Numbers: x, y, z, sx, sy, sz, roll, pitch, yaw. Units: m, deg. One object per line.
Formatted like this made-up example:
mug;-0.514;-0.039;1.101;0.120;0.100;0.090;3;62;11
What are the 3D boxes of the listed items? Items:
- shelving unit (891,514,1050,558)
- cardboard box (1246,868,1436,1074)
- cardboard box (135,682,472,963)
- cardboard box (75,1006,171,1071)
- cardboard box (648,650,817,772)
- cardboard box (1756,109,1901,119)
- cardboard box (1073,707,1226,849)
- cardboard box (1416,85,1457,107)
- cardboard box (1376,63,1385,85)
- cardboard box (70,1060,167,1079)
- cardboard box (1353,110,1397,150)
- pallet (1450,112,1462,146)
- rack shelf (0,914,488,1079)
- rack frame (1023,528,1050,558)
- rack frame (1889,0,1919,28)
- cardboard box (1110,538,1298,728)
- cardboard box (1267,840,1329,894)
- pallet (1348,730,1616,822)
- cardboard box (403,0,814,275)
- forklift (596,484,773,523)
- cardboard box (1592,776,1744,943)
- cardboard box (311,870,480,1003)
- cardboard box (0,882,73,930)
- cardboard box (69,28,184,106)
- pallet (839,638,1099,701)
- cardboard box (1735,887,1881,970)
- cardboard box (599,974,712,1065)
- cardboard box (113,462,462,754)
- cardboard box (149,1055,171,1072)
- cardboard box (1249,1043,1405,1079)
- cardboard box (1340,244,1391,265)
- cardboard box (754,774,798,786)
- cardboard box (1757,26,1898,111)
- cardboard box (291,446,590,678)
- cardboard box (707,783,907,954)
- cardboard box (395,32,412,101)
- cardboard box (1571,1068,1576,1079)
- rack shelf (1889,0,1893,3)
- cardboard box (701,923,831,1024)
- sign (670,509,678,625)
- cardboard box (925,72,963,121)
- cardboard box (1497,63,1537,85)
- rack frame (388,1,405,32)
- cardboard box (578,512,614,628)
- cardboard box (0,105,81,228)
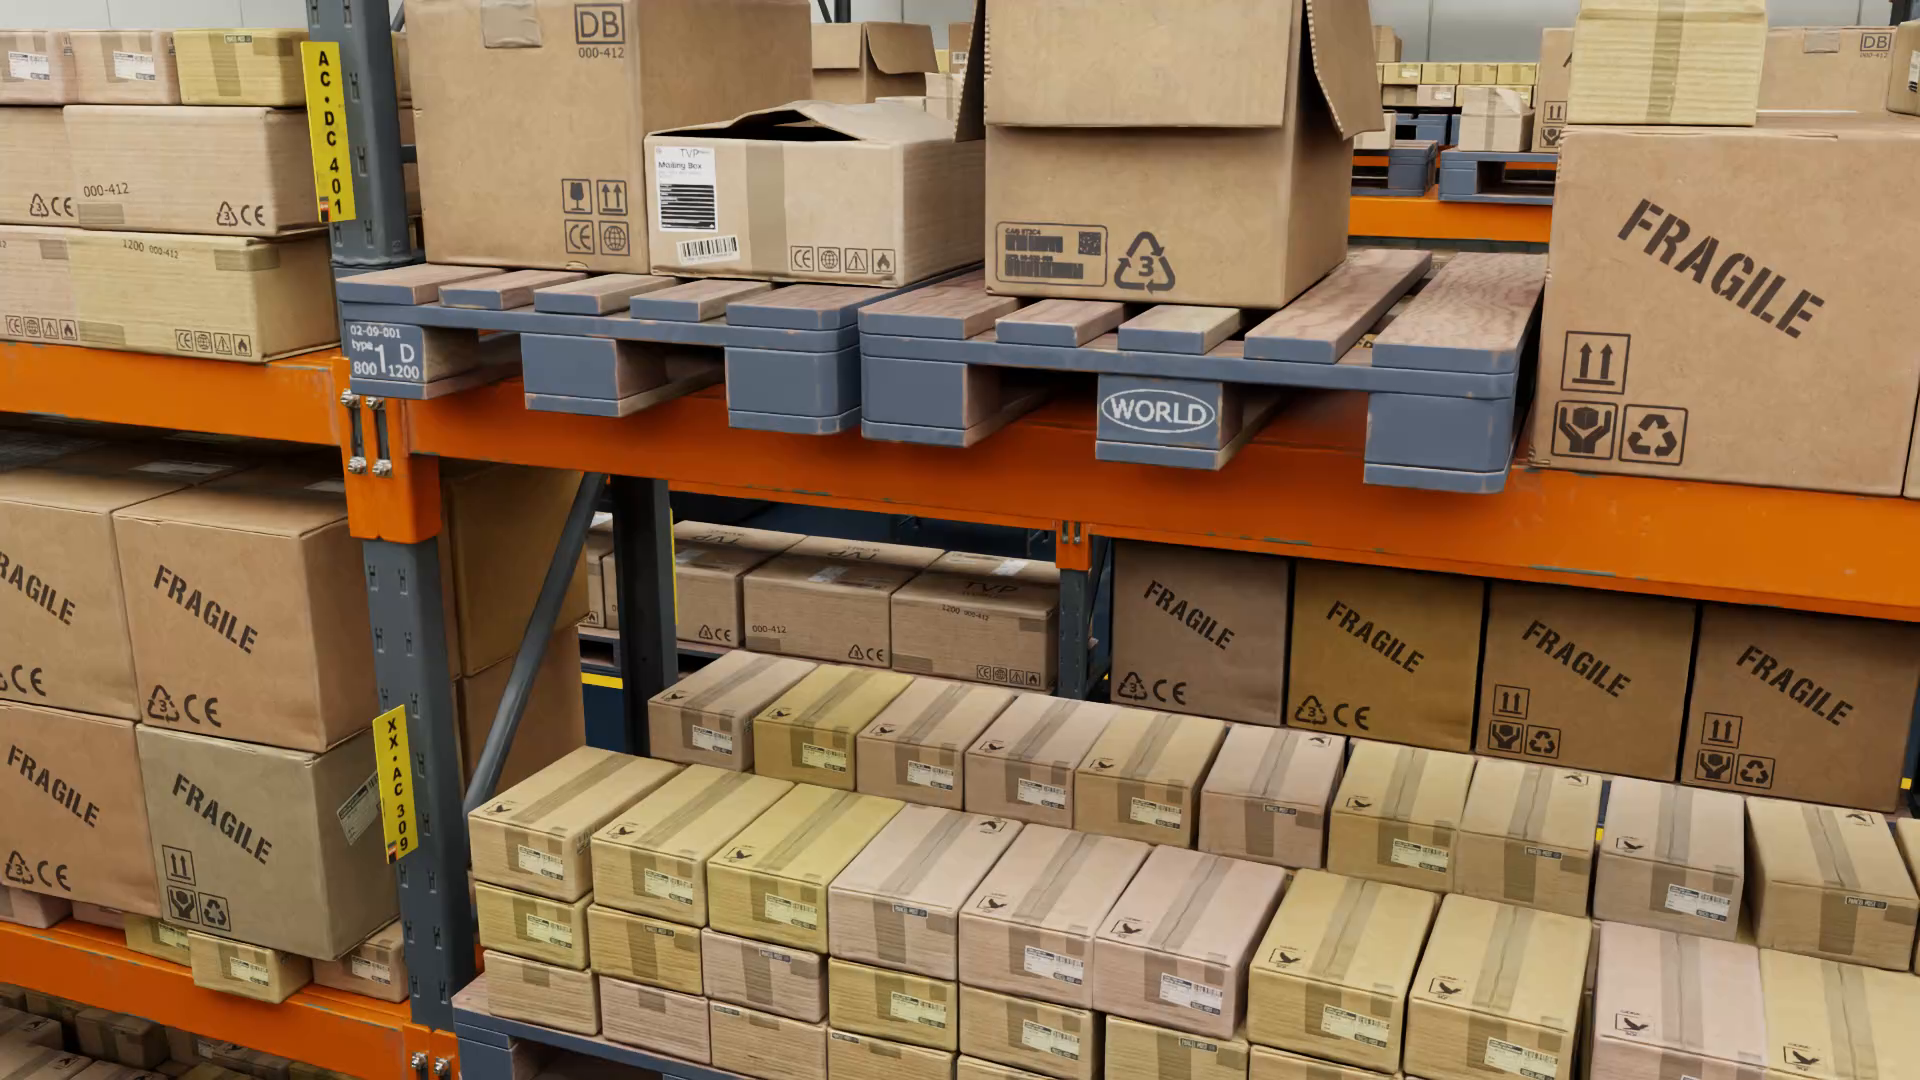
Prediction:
shelving unit;0.079;-0.712;11.934;1.048;1.500;0.538;6;17;21
cardboard box;0.667;0.737;2.886;0.250;0.149;0.380;7;18;22
cardboard box;-1.540;0.618;3.951;0.500;0.500;0.500;6;17;21
cardboard box;-2.460;1.447;5.103;0.250;0.149;0.380;6;17;18
cardboard box;-0.541;0.409;4.015;0.250;0.149;0.380;7;18;23
cardboard box;1.366;-0.521;3.027;0.500;0.500;0.500;6;17;21
cardboard box;0.420;0.516;3.646;0.250;0.149;0.380;6;17;19
cardboard box;3.389;-3.149;11.777;0.250;0.149;0.380;7;17;21
cardboard box;2.945;-3.356;11.958;0.250;0.149;0.380;7;17;22
cardboard box;-2.398;1.608;4.547;0.250;0.149;0.380;5;17;18
cardboard box;1.785;-1.819;7.344;0.250;0.166;0.380;5;17;17
pallet;4.101;-2.957;11.935;1.003;0.211;1.213;6;17;21
rack shelf;-2.847;0.926;4.894;4.000;0.370;1.077;6;17;21
rack frame;0.552;-0.660;11.755;0.032;1.500;0.500;6;17;21
rack frame;6.275;-4.269;10.736;0.127;3.000;1.000;6;17;21
cardboard box;1.342;0.352;8.637;0.875;0.875;0.875;7;18;22
cardboard box;0.684;0.685;3.599;0.250;0.149;0.380;6;17;21
pallet;2.620;1.014;8.302;1.213;0.211;1.003;6;17;21
cardboard box;-0.674;-0.838;3.366;0.500;0.500;0.700;6;17;21
forklift;-2.930;-1.740;12.910;3.031;2.935;1.130;6;17;20
cardboard box;1.400;0.623;3.279;0.250;0.149;0.380;7;18;23
cardboard box;-1.338;0.937;4.015;0.250;0.149;0.380;6;17;20
cardboard box;-2.339;0.844;4.338;0.250;0.149;0.380;5;17;18
cardboard box;-1.627;-1.000;3.516;0.250;0.149;0.380;7;18;22
pallet;0.057;0.732;9.273;1.213;0.211;1.003;6;17;21
cardboard box;1.621;0.790;3.237;0.250;0.149;0.380;6;17;21
cardboard box;-0.528;0.891;3.423;0.250;0.149;0.380;7;17;22
cardboard box;-1.523;0.136;3.818;0.500;0.500;0.500;6;17;19
cardboard box;-2.423;1.567;5.224;0.250;0.149;0.380;6;17;20
cardboard box;0.667;0.880;2.925;0.250;0.149;0.380;6;17;20
cardboard box;2.922;-1.939;12.539;0.500;0.500;0.700;7;18;22
cardboard box;-0.298;0.577;3.968;0.250;0.149;0.380;6;17;21
cardboard box;3.466;-1.842;6.825;0.500;0.500;0.700;5;17;18
cardboard box;-1.317;0.005;4.271;0.500;0.500;0.500;7;17;22
cardboard box;-0.289;0.632;3.247;0.250;0.149;0.380;6;17;21
cardboard box;-1.168;-1.107;3.885;0.250;0.149;0.380;6;17;20
cardboard box;0.916;1.050;2.876;0.250;0.149;0.380;7;18;22
rack shelf;4.414;-3.936;11.597;4.000;0.370;1.077;6;17;21
cardboard box;-0.306;0.773;3.294;0.250;0.149;0.380;7;17;22
sign;-0.786;0.085;4.424;0.005;0.325;0.100;6;17;21
cardboard box;0.024;-2.117;8.014;0.258;0.266;0.396;7;18;22
cardboard box;3.895;-3.251;11.595;0.250;0.149;0.380;6;17;21
rack frame;-2.985;-3.799;9.120;0.127;3.000;1.000;6;17;21
cardboard box;-2.334;0.152;10.111;0.875;0.438;0.875;6;17;19
cardboard box;-1.989;-0.861;3.751;0.500;0.250;0.500;6;17;18
